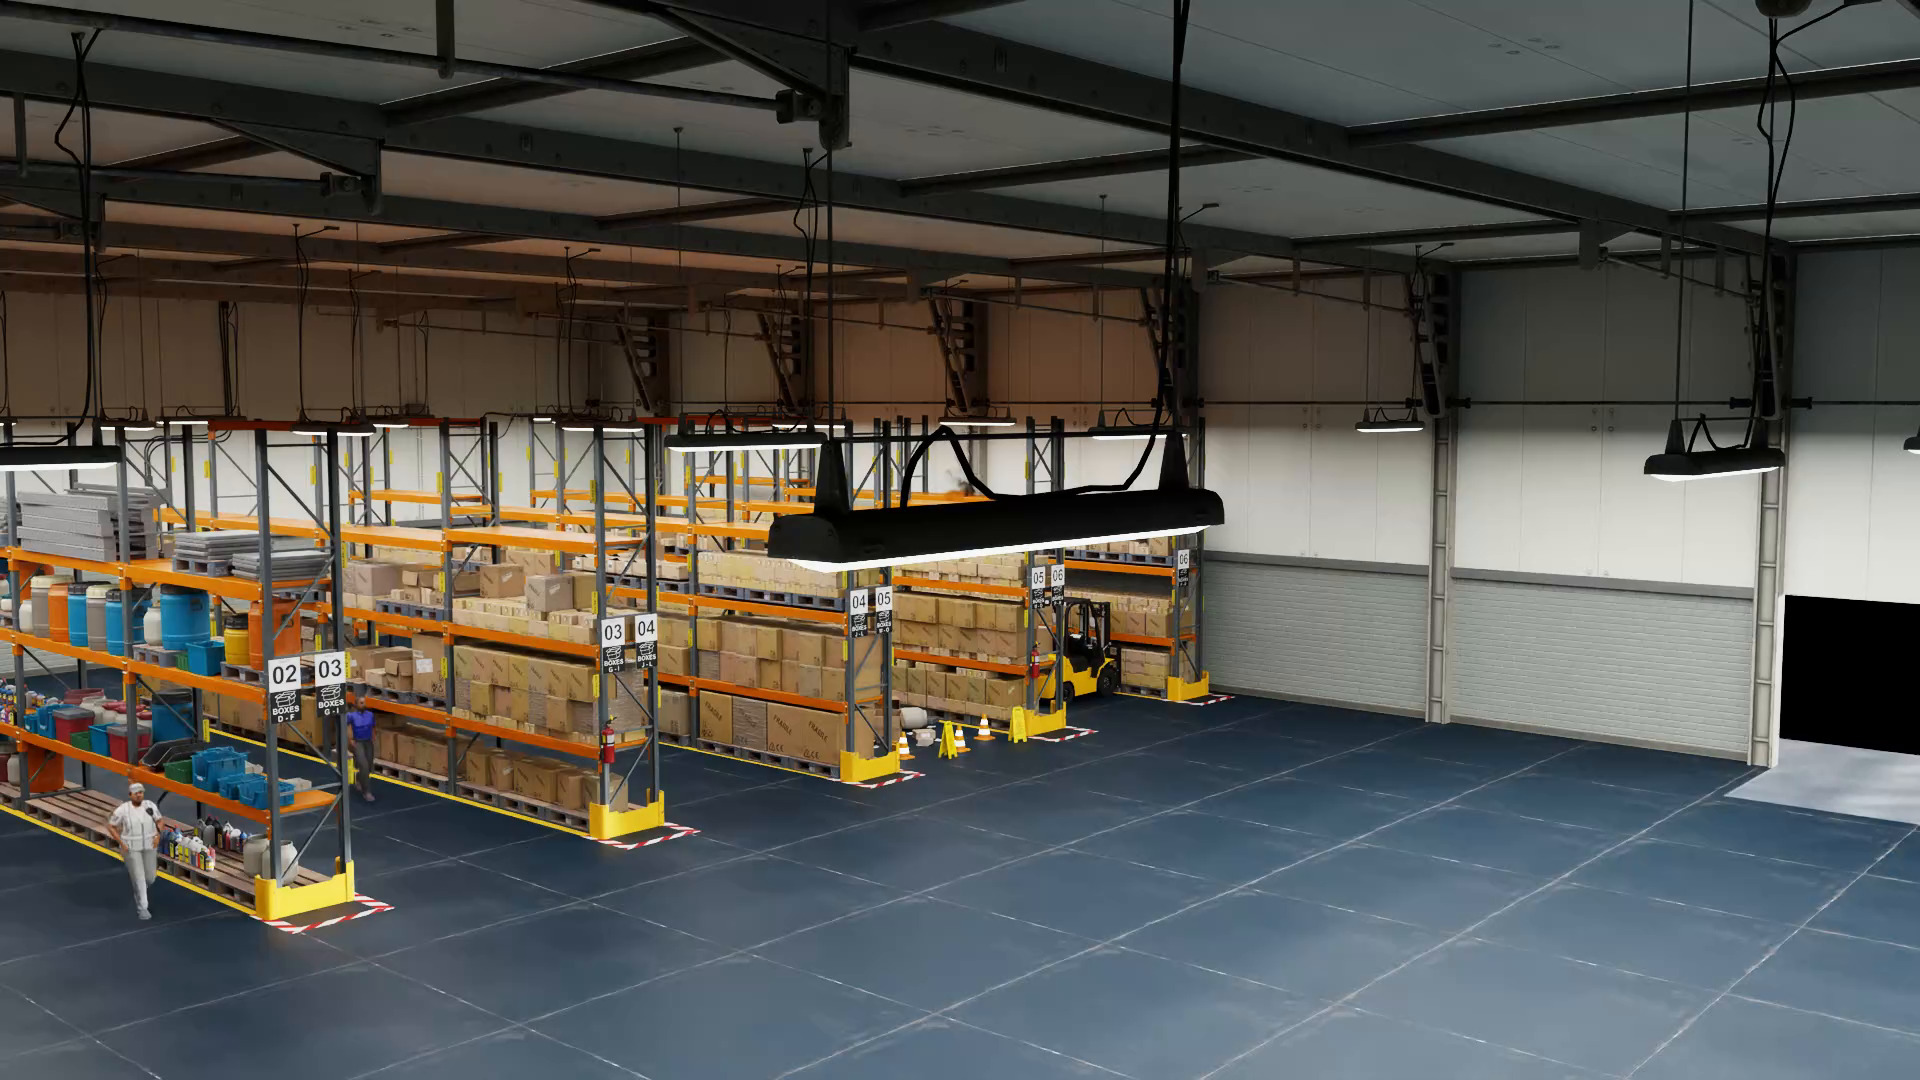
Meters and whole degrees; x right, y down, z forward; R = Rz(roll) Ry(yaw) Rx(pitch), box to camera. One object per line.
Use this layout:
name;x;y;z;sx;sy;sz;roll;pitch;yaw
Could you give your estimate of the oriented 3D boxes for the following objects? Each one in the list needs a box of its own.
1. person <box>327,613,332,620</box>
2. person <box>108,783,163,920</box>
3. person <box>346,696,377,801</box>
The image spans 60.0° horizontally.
person;-14.701;2.258;38.728;0.693;1.754;0.739;4;6;37
person;-10.174;3.811;20.576;0.618;1.651;0.718;-5;7;-44
person;-9.594;3.309;26.593;0.727;1.650;0.585;4;6;42
